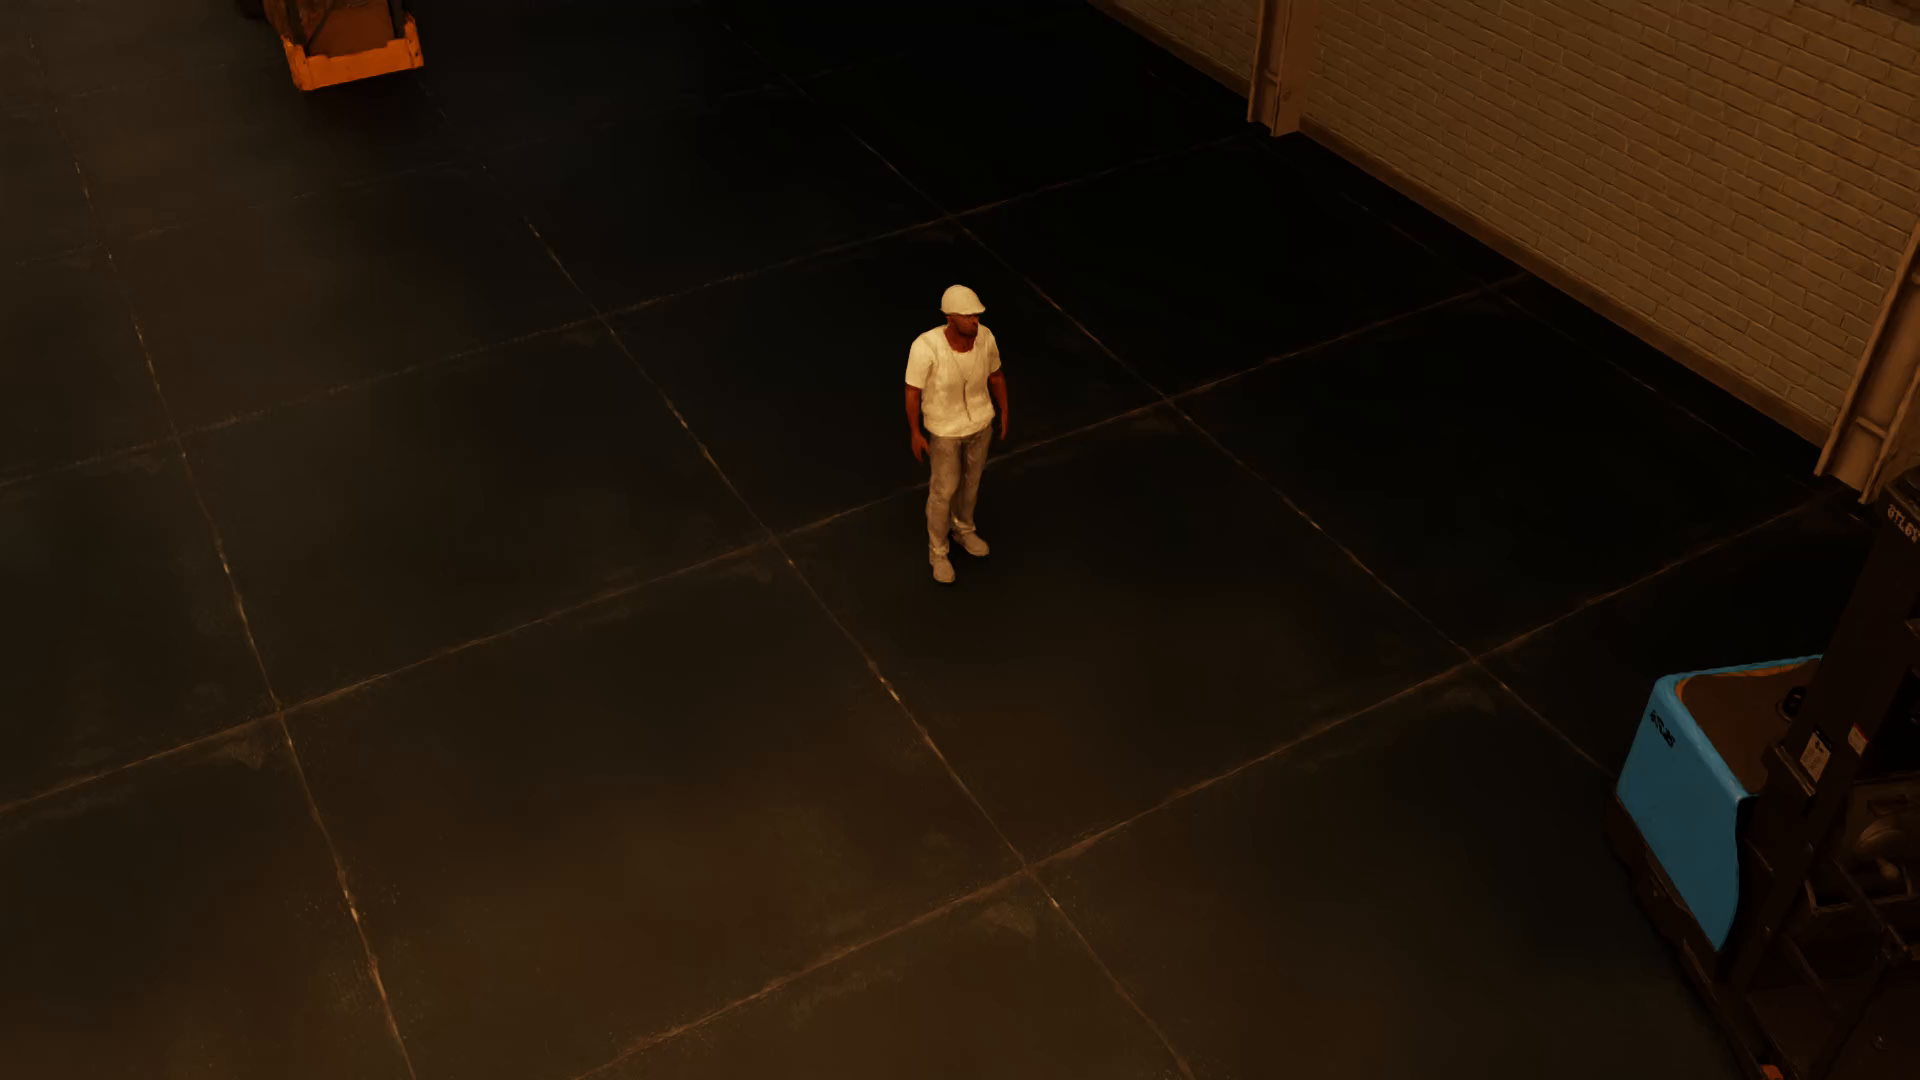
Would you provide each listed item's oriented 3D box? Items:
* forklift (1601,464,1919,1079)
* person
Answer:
[{"bbox_3d":[4.035,1.214,6.572,1.130,2.935,3.031,-7,40,-8],"label":"forklift"},{"bbox_3d":[0.030,-0.645,9.715,0.665,1.766,0.576,-20,44,-23],"label":"person"}]
